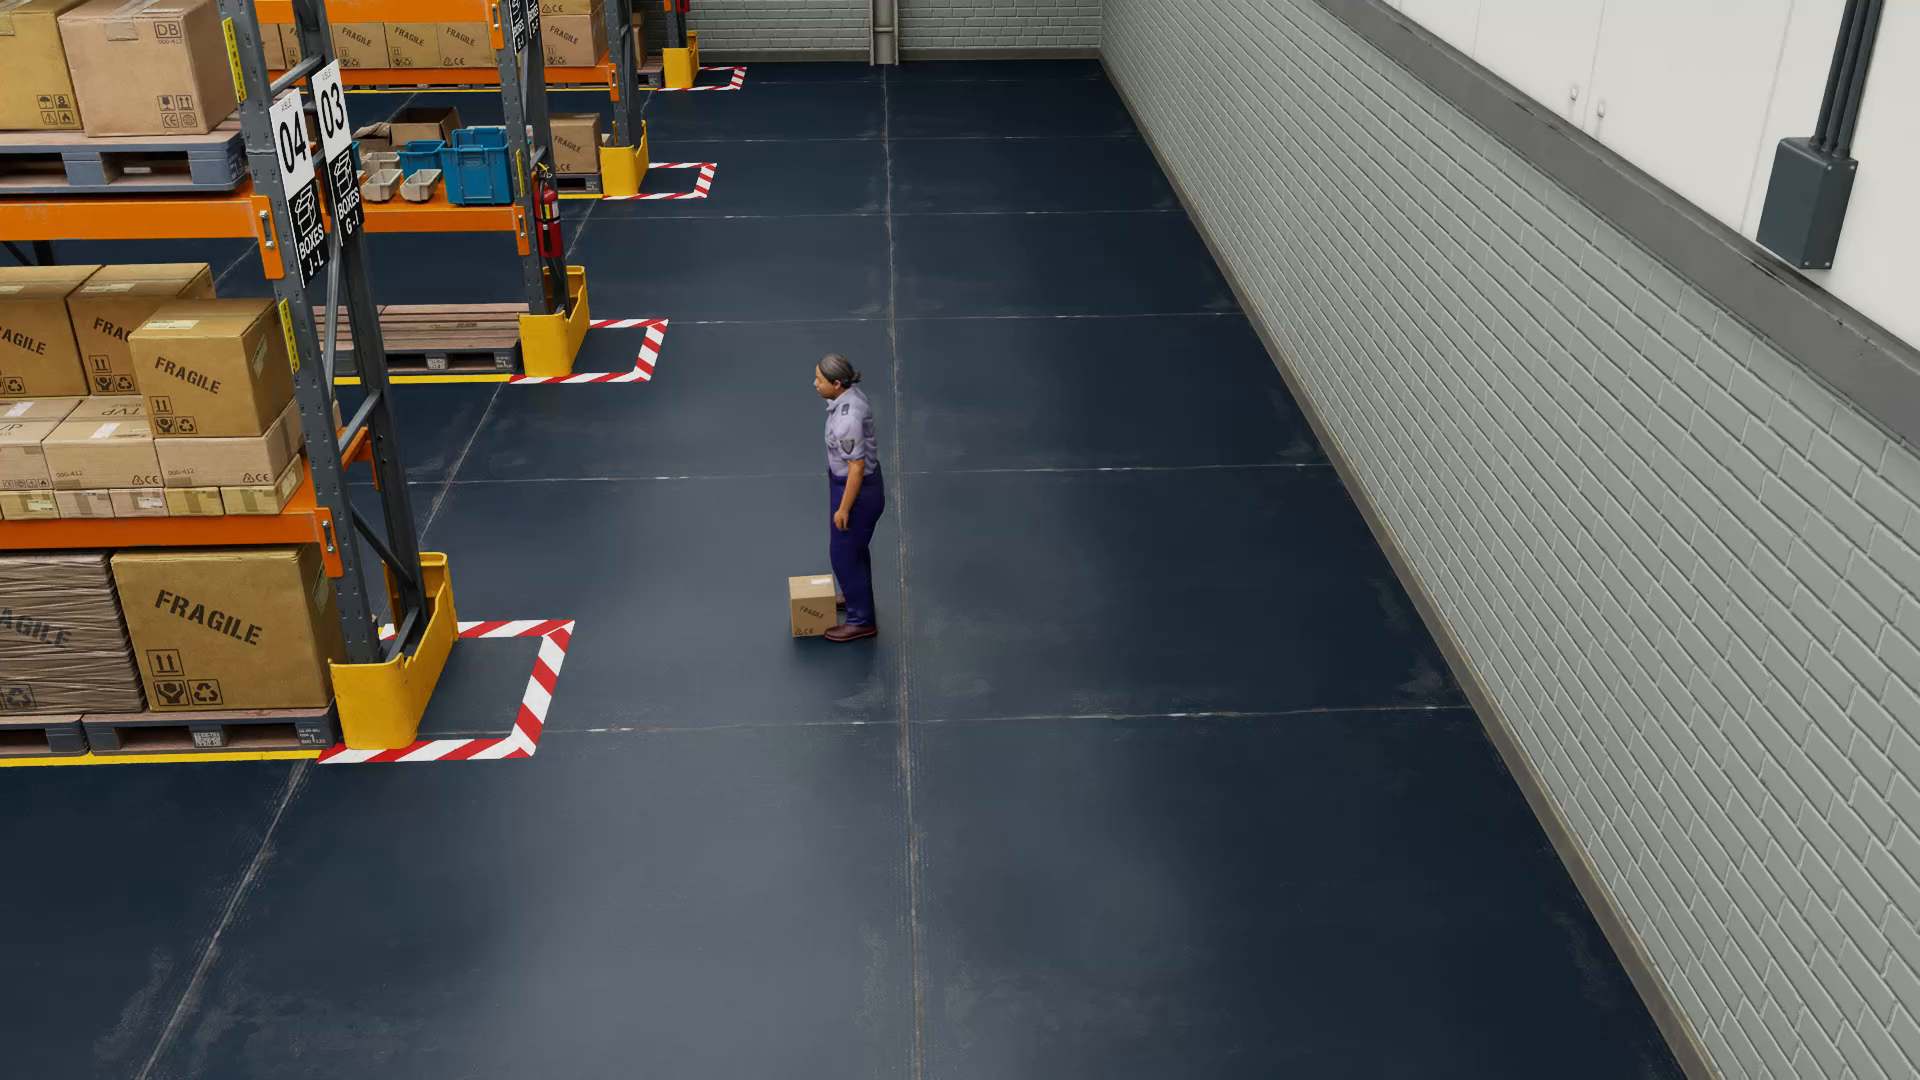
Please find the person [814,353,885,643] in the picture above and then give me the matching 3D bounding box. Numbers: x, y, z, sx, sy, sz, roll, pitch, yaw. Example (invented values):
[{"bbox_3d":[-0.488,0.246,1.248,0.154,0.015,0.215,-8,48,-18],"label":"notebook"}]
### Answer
[{"bbox_3d":[-0.597,-0.256,9.115,0.370,1.652,0.534,-1,28,-2],"label":"person"}]
